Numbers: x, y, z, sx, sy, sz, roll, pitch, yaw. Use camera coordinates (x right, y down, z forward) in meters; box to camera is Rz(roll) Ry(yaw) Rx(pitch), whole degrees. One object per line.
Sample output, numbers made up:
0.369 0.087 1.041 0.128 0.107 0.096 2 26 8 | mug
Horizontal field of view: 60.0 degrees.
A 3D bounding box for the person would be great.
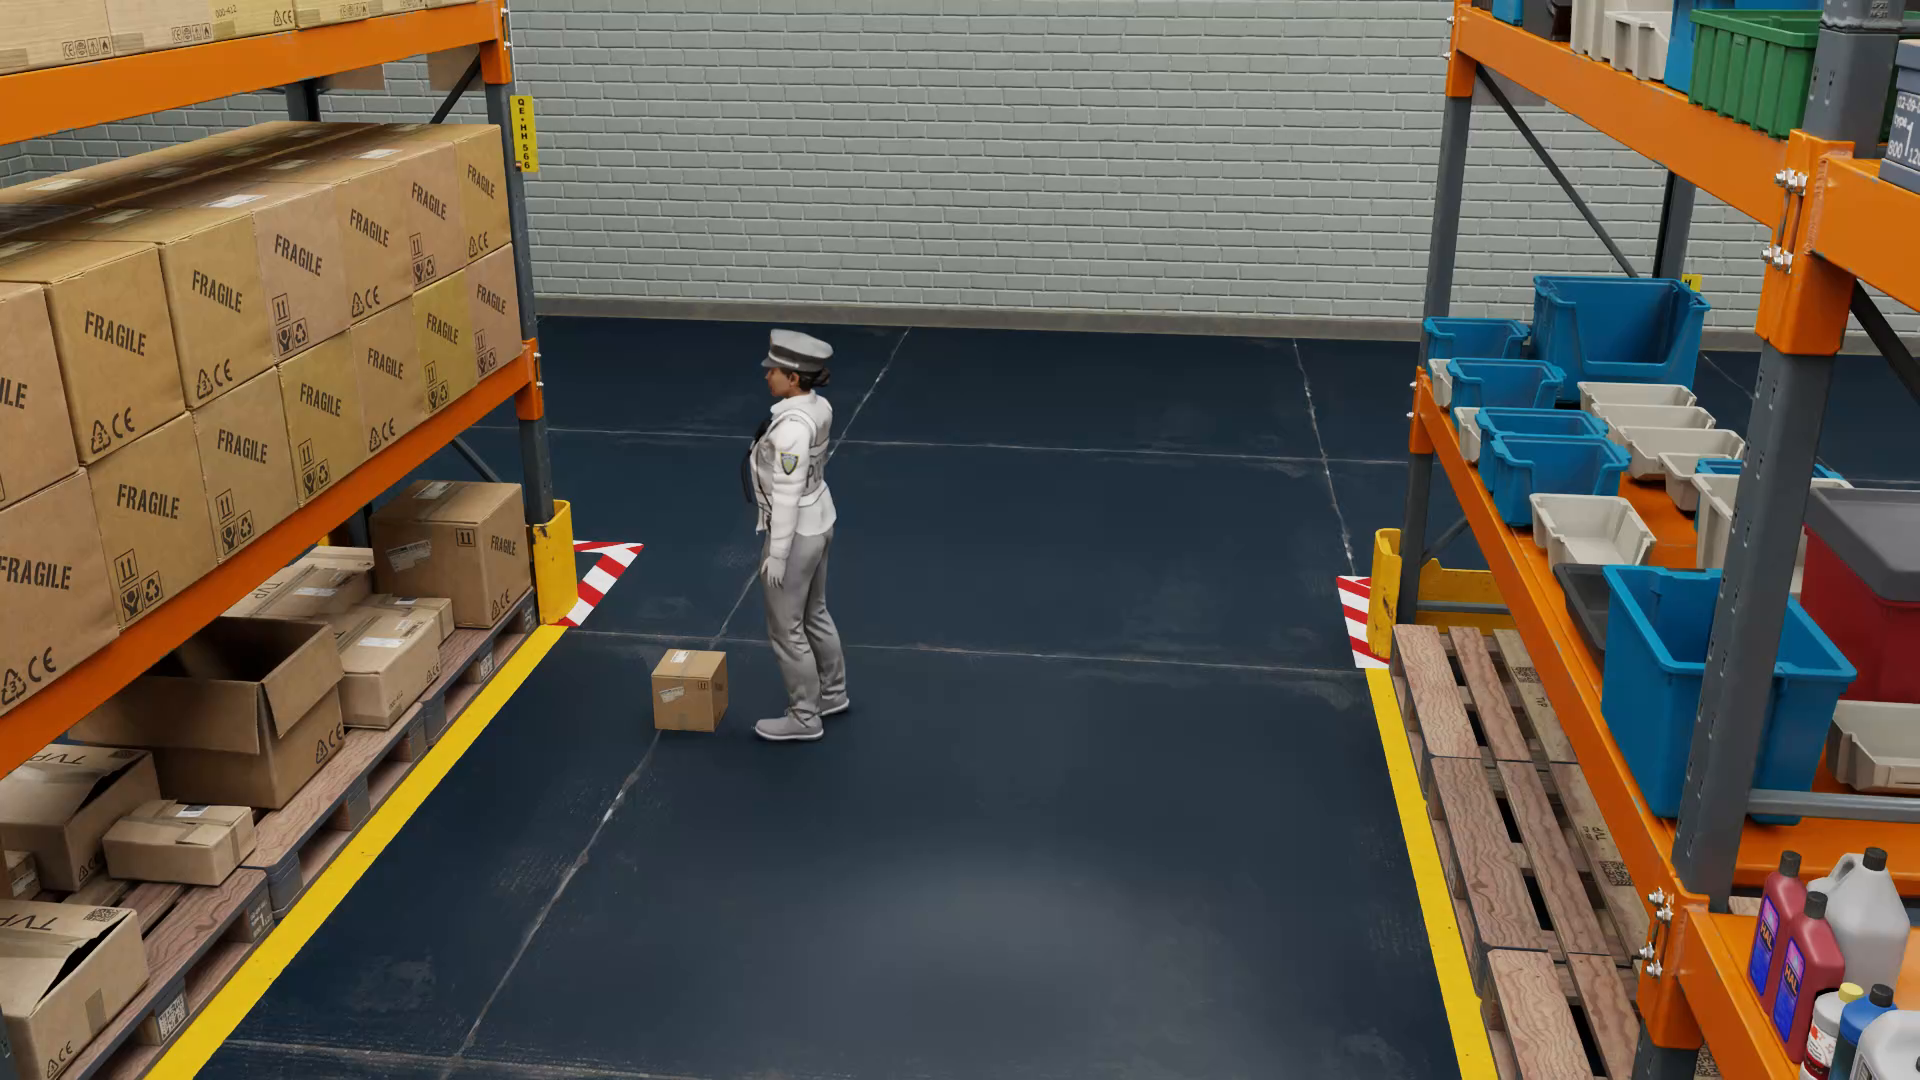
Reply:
-0.656 0.002 6.591 0.347 1.708 0.469 3 22 8 | person
